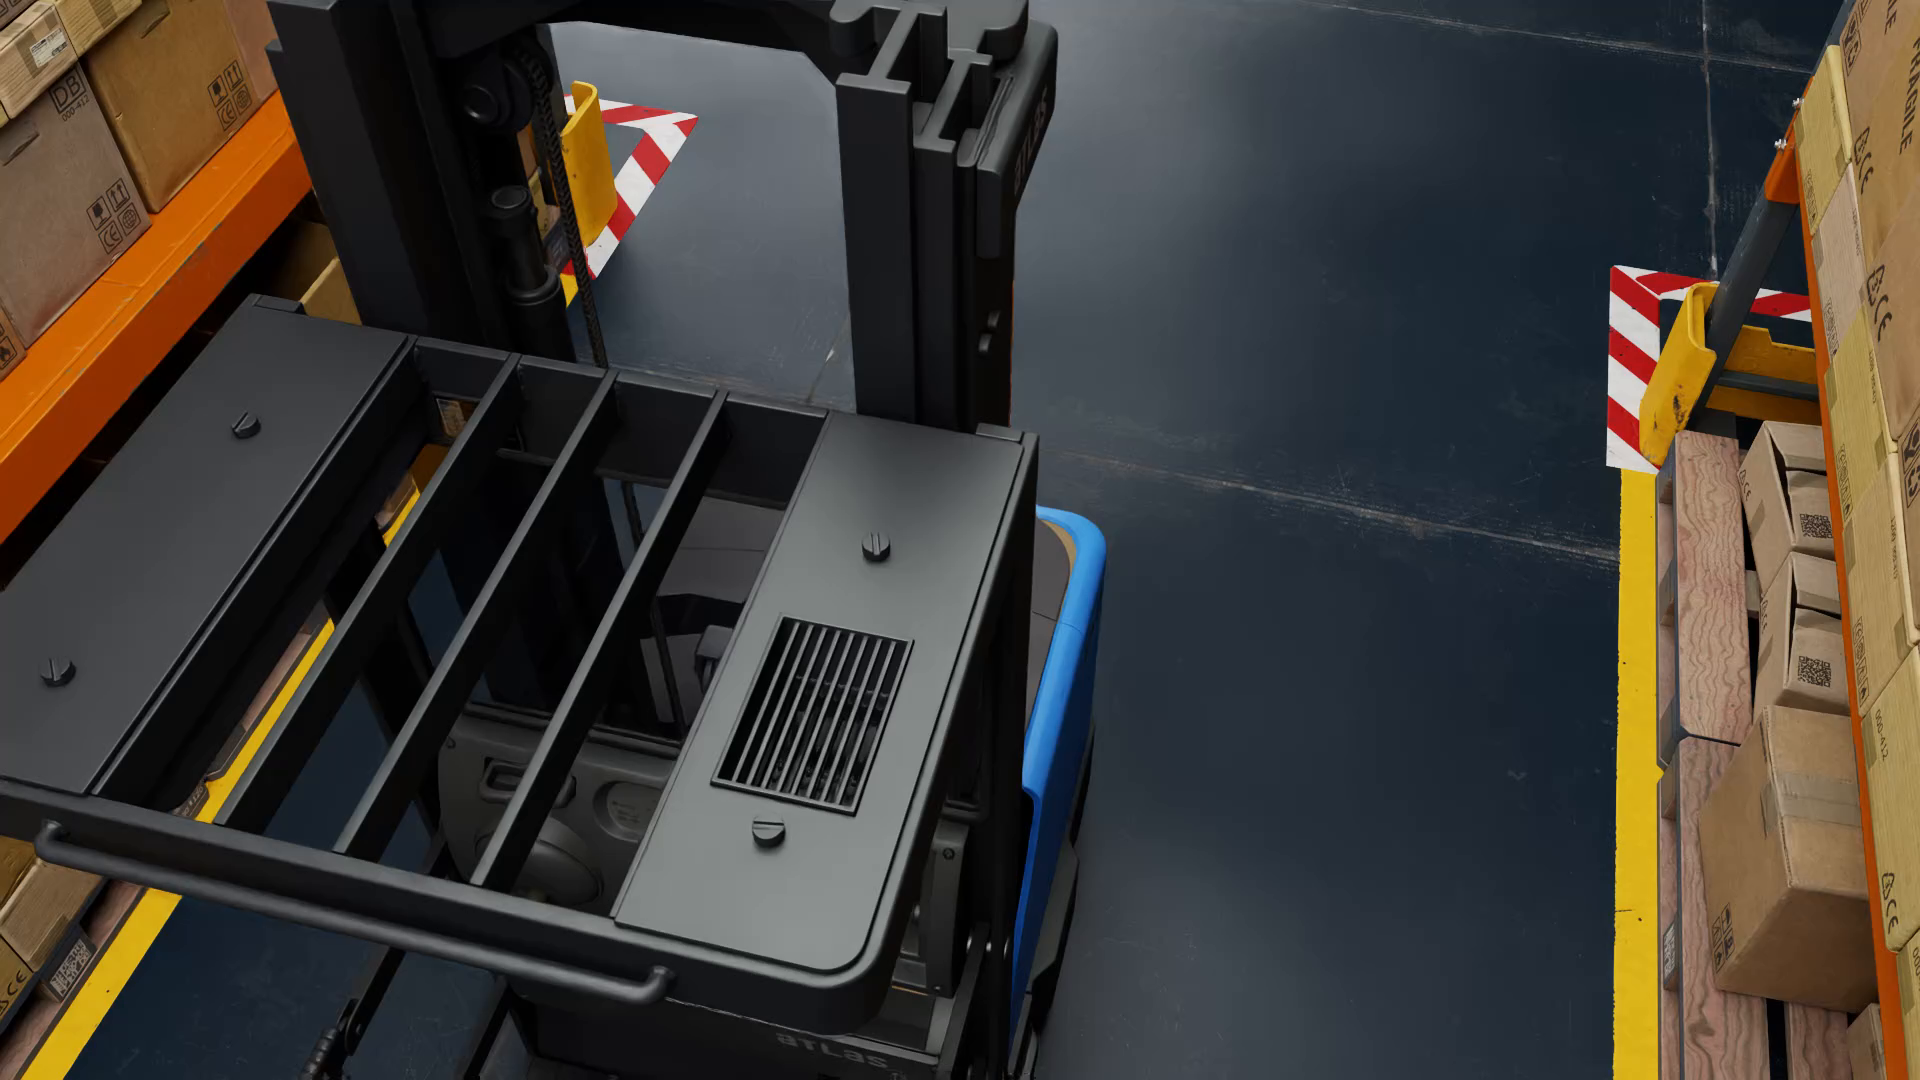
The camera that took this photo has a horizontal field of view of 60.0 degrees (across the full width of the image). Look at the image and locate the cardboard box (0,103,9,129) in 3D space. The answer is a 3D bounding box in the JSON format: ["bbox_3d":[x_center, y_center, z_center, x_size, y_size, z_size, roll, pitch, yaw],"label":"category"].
[{"bbox_3d":[-2.304,-0.918,3.560,0.380,0.149,0.250,11,50,10],"label":"cardboard box"}]

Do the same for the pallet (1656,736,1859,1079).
[{"bbox_3d":[2.276,1.127,4.115,1.003,0.211,1.213,12,50,10],"label":"pallet"}]

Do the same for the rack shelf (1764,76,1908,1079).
[{"bbox_3d":[2.341,0.374,3.399,1.077,0.370,4.000,12,50,10],"label":"rack shelf"}]

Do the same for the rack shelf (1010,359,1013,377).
[{"bbox_3d":[0.004,-0.458,4.753,0.258,0.103,0.180,12,50,10],"label":"rack shelf"}]

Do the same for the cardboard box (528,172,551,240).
[{"bbox_3d":[-1.769,-1.069,5.747,0.500,0.250,0.500,12,50,10],"label":"cardboard box"}]

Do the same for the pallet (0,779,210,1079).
[{"bbox_3d":[-2.716,0.963,4.259,1.003,0.211,1.213,12,50,10],"label":"pallet"}]

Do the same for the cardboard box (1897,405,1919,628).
[{"bbox_3d":[2.046,-0.127,2.948,0.500,0.500,0.500,13,50,11],"label":"cardboard box"}]

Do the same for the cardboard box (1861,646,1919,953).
[{"bbox_3d":[1.903,0.497,2.897,0.500,0.250,0.500,11,50,10],"label":"cardboard box"}]

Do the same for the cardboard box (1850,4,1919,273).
[{"bbox_3d":[2.312,-0.875,3.608,0.500,0.500,0.500,12,50,10],"label":"cardboard box"}]

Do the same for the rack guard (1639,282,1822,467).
[{"bbox_3d":[2.847,-0.429,5.295,1.175,0.500,0.348,12,50,10],"label":"rack guard"}]

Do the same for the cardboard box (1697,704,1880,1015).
[{"bbox_3d":[2.207,0.786,3.929,0.700,0.500,0.500,9,49,8],"label":"cardboard box"}]

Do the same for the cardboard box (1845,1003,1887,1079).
[{"bbox_3d":[2.255,1.227,3.774,0.380,0.149,0.250,8,49,7],"label":"cardboard box"}]

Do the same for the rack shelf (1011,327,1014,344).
[{"bbox_3d":[0.004,-0.537,4.663,0.258,0.103,0.180,12,50,10],"label":"rack shelf"}]

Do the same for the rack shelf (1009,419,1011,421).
[{"bbox_3d":[0.004,-0.299,4.933,0.258,0.103,0.180,12,50,10],"label":"rack shelf"}]

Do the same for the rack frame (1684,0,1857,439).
[{"bbox_3d":[2.867,-1.311,4.407,1.000,3.000,0.127,12,50,10],"label":"rack frame"}]

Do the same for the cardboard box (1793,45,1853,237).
[{"bbox_3d":[2.433,-0.978,4.199,0.500,0.250,0.500,10,49,9],"label":"cardboard box"}]

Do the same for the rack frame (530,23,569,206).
[{"bbox_3d":[-1.913,-2.286,5.267,1.000,3.000,0.127,12,50,10],"label":"rack frame"}]

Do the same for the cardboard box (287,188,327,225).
[{"bbox_3d":[-2.398,-1.057,5.236,0.500,0.500,0.500,12,50,10],"label":"cardboard box"}]

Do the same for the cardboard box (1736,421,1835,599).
[{"bbox_3d":[2.598,-0.084,4.824,0.500,0.311,0.500,7,49,6],"label":"cardboard box"}]

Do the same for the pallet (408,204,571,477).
[{"bbox_3d":[-2.074,-0.802,5.817,1.003,0.211,1.213,12,50,10],"label":"pallet"}]

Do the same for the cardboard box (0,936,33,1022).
[{"bbox_3d":[-2.551,1.103,3.830,0.500,0.250,0.500,12,50,10],"label":"cardboard box"}]

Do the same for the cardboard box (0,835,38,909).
[{"bbox_3d":[-2.417,0.493,3.868,0.500,0.500,0.500,12,50,10],"label":"cardboard box"}]

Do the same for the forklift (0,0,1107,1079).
[{"bbox_3d":[-0.501,0.671,2.703,1.130,2.935,3.031,11,49,9],"label":"forklift"}]

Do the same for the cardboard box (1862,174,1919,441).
[{"bbox_3d":[2.170,-0.502,3.279,0.500,0.500,0.500,10,49,9],"label":"cardboard box"}]

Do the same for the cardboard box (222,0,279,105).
[{"bbox_3d":[-2.182,-1.603,4.598,0.700,0.500,0.500,13,50,11],"label":"cardboard box"}]

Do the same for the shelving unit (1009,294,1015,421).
[{"bbox_3d":[0.004,-0.408,4.809,0.258,1.200,0.189,12,50,10],"label":"shelving unit"}]

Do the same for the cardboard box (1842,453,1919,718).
[{"bbox_3d":[2.035,0.133,3.219,0.500,0.250,0.500,12,50,10],"label":"cardboard box"}]

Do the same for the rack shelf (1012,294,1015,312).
[{"bbox_3d":[0.004,-0.616,4.573,0.258,0.103,0.180,12,50,10],"label":"rack shelf"}]

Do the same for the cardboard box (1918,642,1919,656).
[{"bbox_3d":[1.909,0.250,2.615,0.500,0.500,0.500,10,49,9],"label":"cardboard box"}]

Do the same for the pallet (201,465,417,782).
[{"bbox_3d":[-2.397,0.078,5.040,1.003,0.211,1.213,12,50,10],"label":"pallet"}]

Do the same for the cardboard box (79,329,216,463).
[{"bbox_3d":[-2.149,-0.229,4.505,0.500,0.500,0.500,12,50,10],"label":"cardboard box"}]

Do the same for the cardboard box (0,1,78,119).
[{"bbox_3d":[-2.236,-1.097,3.719,0.380,0.149,0.250,11,49,10],"label":"cardboard box"}]

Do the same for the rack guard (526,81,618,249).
[{"bbox_3d":[-1.906,-1.476,6.219,1.175,0.500,0.348,12,50,10],"label":"rack guard"}]

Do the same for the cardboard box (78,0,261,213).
[{"bbox_3d":[-2.318,-1.245,4.282,0.700,0.500,0.500,12,50,10],"label":"cardboard box"}]

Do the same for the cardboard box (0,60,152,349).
[{"bbox_3d":[-2.453,-0.864,3.945,0.700,0.500,0.500,13,50,11],"label":"cardboard box"}]

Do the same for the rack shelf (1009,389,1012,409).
[{"bbox_3d":[0.004,-0.378,4.843,0.258,0.103,0.180,12,50,10],"label":"rack shelf"}]

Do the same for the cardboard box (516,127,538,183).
[{"bbox_3d":[-1.767,-1.317,5.465,0.500,0.500,0.500,12,50,10],"label":"cardboard box"}]

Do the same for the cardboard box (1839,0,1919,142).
[{"bbox_3d":[2.452,-1.230,3.922,0.500,0.500,0.500,12,50,10],"label":"cardboard box"}]

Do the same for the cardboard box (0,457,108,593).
[{"bbox_3d":[-2.278,0.133,4.186,0.500,0.500,0.500,12,50,10],"label":"cardboard box"}]

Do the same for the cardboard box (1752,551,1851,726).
[{"bbox_3d":[2.448,0.328,4.460,0.500,0.311,0.500,15,50,13],"label":"cardboard box"}]

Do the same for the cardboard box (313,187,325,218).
[{"bbox_3d":[-2.269,-1.171,5.837,0.500,0.250,0.500,12,50,10],"label":"cardboard box"}]

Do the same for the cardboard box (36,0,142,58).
[{"bbox_3d":[-2.169,-1.283,3.882,0.380,0.149,0.250,13,50,11],"label":"cardboard box"}]

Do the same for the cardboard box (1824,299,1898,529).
[{"bbox_3d":[2.170,-0.232,3.541,0.500,0.250,0.500,11,49,9],"label":"cardboard box"}]

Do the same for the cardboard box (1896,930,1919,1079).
[{"bbox_3d":[1.786,0.864,2.573,0.500,0.250,0.500,12,50,10],"label":"cardboard box"}]

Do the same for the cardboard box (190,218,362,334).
[{"bbox_3d":[-2.016,-0.590,4.824,0.500,0.500,0.500,12,50,10],"label":"cardboard box"}]

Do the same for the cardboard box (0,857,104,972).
[{"bbox_3d":[-2.414,0.742,4.148,0.500,0.250,0.500,12,50,10],"label":"cardboard box"}]

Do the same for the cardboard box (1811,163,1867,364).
[{"bbox_3d":[2.310,-0.599,3.865,0.500,0.250,0.500,10,49,9],"label":"cardboard box"}]

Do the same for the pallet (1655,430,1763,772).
[{"bbox_3d":[2.599,0.247,4.891,1.003,0.211,1.213,12,50,10],"label":"pallet"}]

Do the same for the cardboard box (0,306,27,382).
[{"bbox_3d":[-2.586,-0.493,3.618,0.700,0.500,0.500,12,50,11],"label":"cardboard box"}]
